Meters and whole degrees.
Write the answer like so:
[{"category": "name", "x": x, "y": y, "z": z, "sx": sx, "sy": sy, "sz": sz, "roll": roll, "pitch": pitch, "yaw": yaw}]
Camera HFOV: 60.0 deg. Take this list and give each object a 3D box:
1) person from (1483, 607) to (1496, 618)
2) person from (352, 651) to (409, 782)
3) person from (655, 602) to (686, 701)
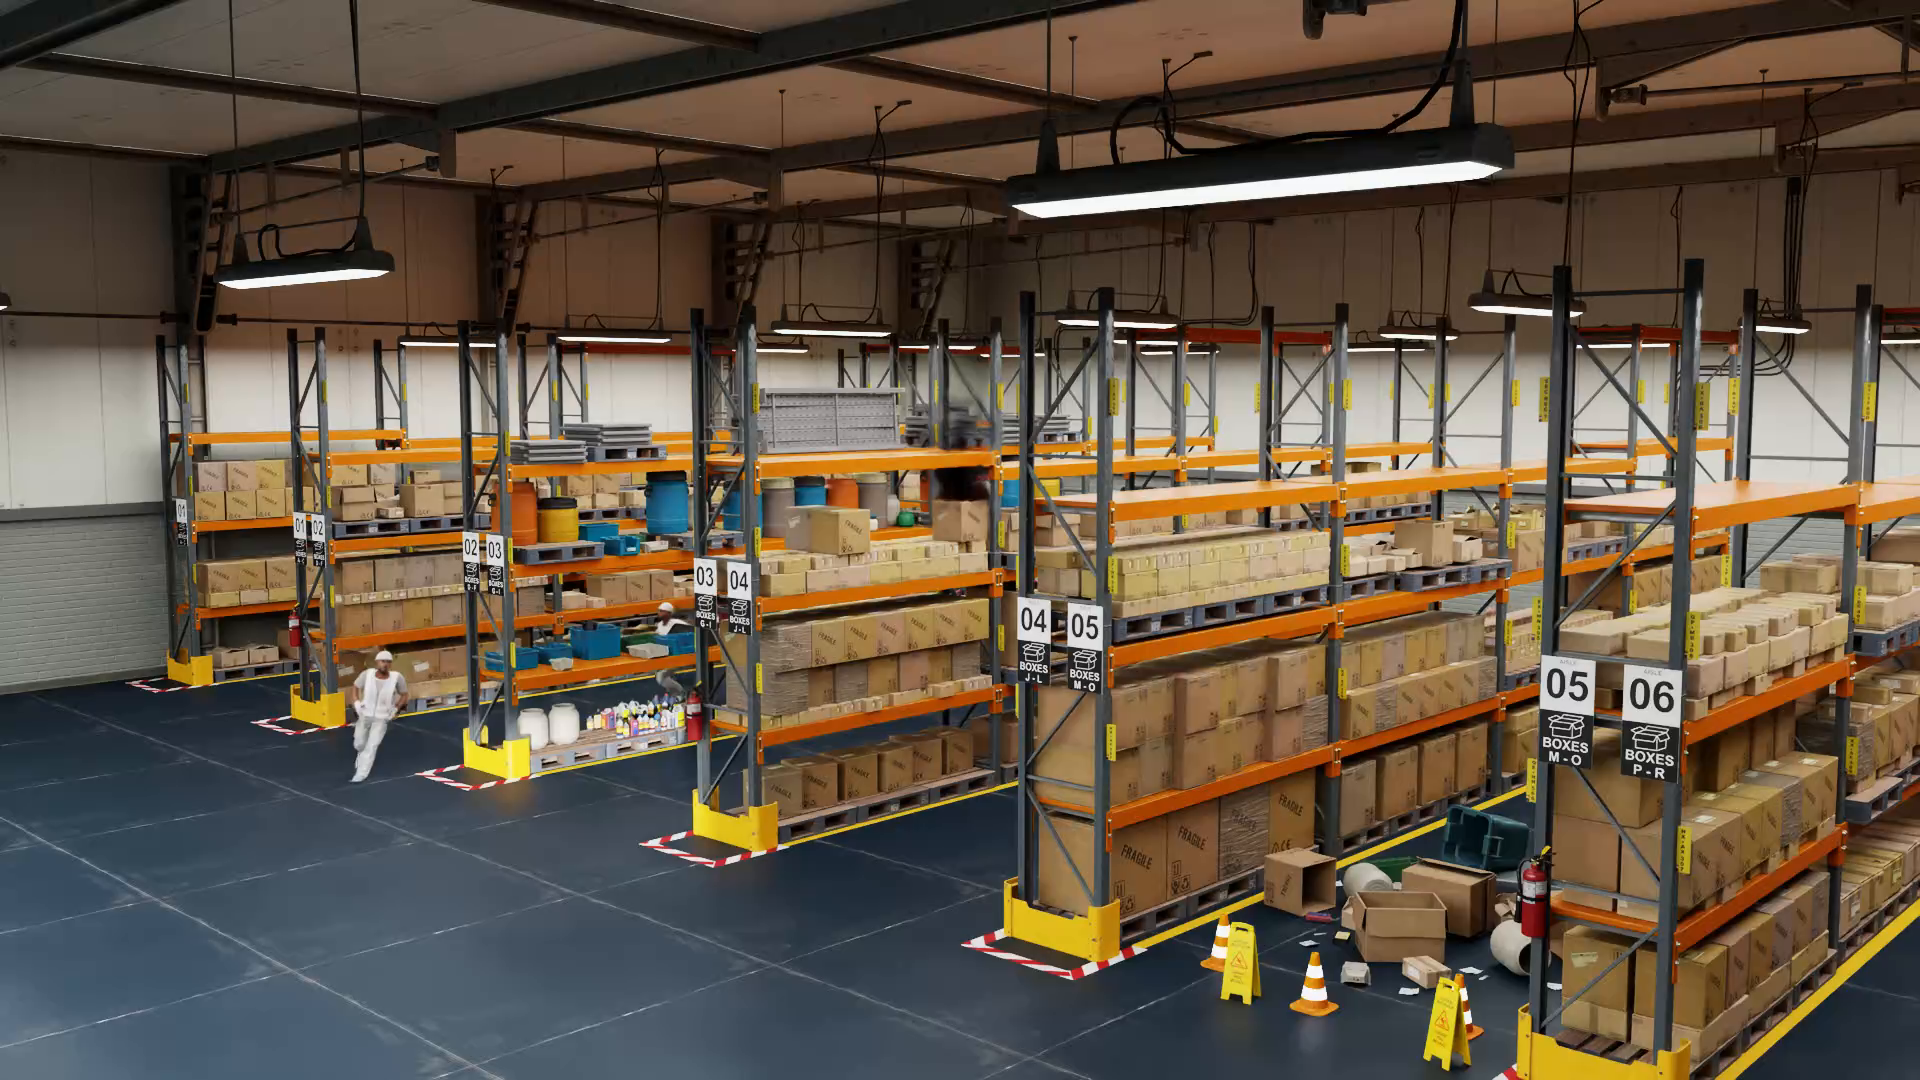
[{"category": "person", "x": 8.076, "y": 1.954, "z": 25.266, "sx": 0.965, "sy": 1.706, "sz": 0.686, "roll": -5, "pitch": 7, "yaw": -43}, {"category": "person", "x": -7.620, "y": 2.281, "z": 21.828, "sx": 0.745, "sy": 1.704, "sz": 0.693, "roll": -1, "pitch": 5, "yaw": -10}, {"category": "person", "x": -4.587, "y": 1.840, "z": 26.184, "sx": 0.743, "sy": 1.714, "sz": 0.726, "roll": -5, "pitch": 7, "yaw": -43}]
